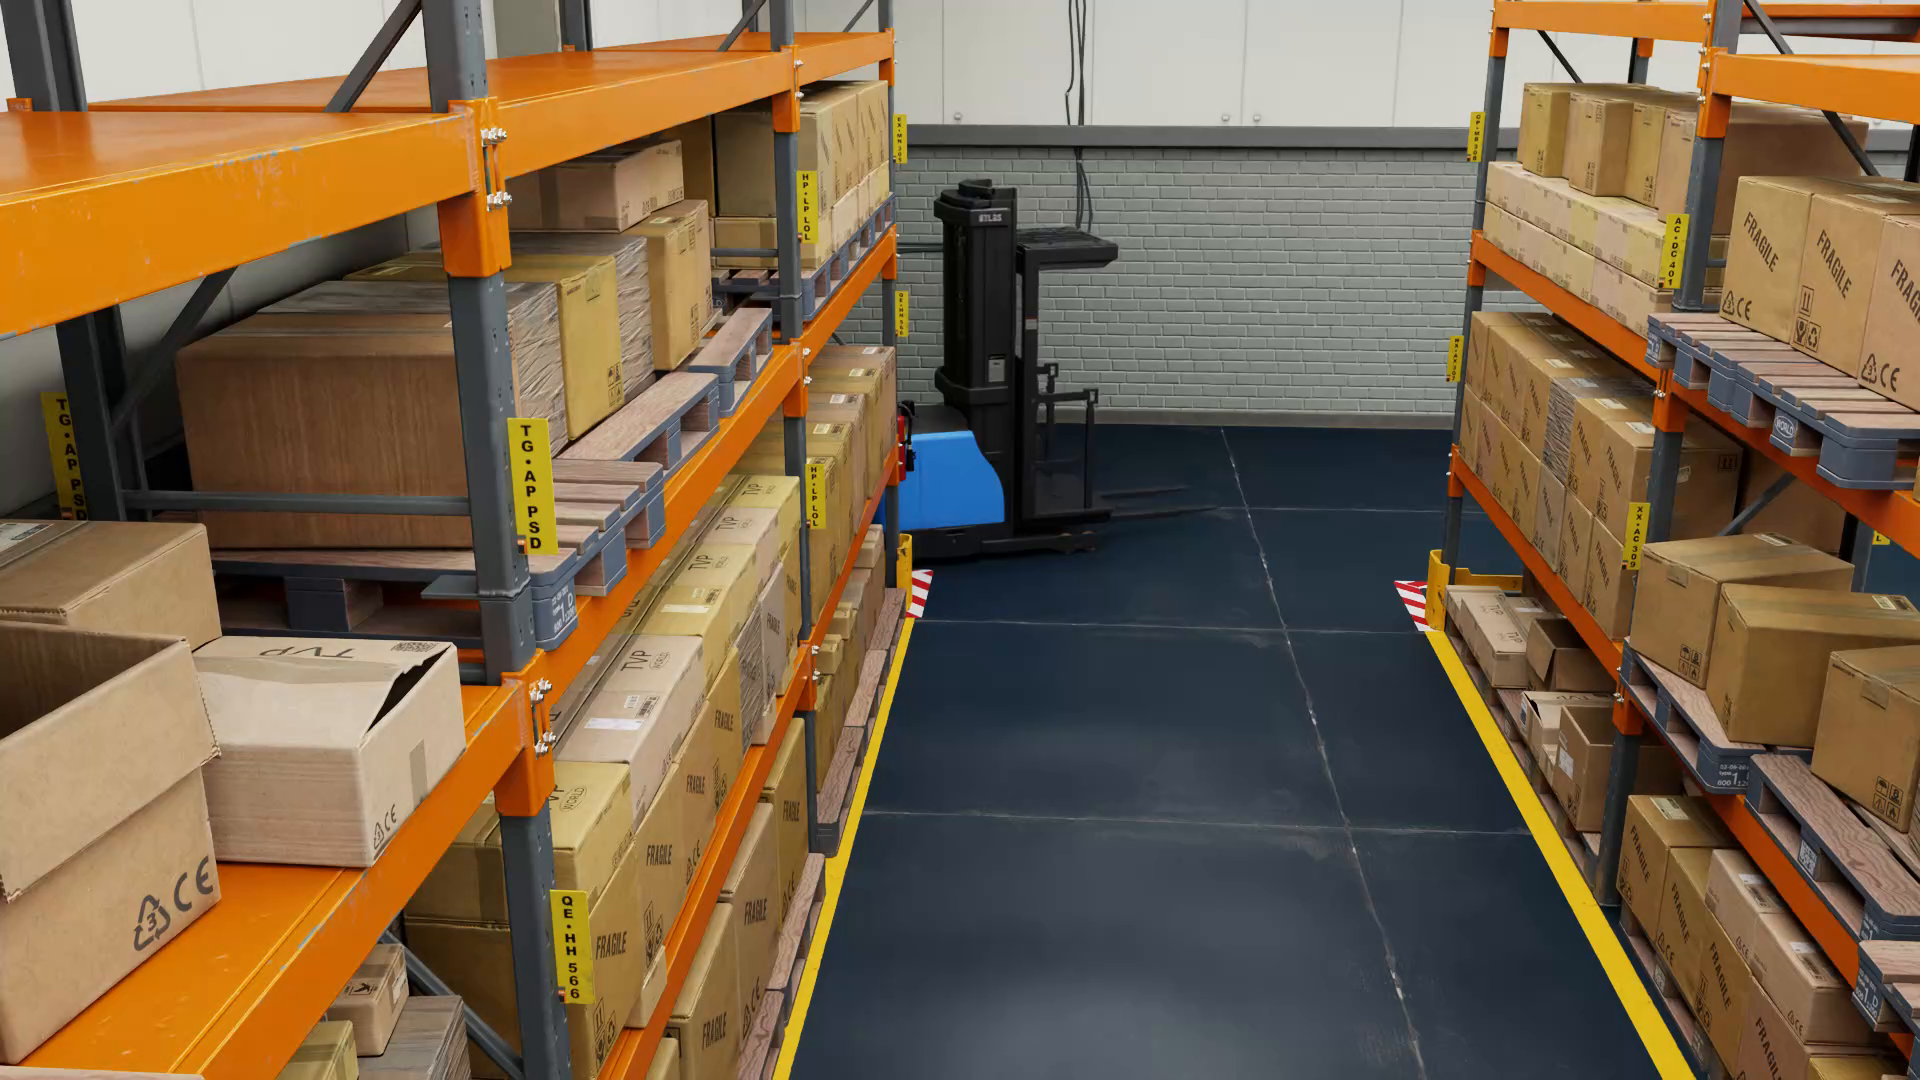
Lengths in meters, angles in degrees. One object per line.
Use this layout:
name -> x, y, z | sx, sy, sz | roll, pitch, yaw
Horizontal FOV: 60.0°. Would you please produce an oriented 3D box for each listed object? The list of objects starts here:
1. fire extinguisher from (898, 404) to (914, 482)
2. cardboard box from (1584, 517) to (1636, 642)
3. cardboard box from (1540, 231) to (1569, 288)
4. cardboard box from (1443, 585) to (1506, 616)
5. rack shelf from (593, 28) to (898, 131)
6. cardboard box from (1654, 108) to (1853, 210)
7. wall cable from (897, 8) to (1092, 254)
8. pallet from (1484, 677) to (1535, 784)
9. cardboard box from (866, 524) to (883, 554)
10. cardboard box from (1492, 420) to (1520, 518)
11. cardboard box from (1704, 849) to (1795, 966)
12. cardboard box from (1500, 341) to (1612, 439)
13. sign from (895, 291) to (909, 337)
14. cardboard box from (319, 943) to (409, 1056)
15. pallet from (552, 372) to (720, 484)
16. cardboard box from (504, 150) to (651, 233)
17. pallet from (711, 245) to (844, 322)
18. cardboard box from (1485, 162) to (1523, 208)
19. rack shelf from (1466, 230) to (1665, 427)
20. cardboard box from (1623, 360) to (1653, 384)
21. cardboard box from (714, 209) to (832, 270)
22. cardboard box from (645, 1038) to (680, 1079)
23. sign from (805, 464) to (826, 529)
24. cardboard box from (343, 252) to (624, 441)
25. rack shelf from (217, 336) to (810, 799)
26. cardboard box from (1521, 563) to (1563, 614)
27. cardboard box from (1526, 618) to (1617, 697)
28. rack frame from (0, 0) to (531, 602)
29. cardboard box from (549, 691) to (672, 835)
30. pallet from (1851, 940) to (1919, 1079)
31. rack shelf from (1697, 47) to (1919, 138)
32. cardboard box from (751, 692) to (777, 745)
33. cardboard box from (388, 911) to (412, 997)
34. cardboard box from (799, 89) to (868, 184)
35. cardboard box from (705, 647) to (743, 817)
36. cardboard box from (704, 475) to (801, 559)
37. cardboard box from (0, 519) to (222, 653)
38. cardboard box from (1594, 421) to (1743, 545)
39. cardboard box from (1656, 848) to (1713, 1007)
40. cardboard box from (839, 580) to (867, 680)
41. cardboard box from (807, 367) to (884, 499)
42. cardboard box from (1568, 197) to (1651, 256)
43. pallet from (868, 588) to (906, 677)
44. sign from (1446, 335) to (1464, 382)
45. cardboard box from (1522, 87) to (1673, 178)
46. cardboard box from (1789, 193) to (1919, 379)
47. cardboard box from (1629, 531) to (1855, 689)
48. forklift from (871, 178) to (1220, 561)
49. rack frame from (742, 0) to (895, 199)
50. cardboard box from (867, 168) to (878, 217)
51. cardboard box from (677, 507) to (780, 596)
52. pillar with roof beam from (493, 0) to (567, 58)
fire extinguisher -> -0.482, -0.770, 12.178 | 0.296, 0.674, 0.183 | 1, 18, 4
cardboard box -> 3.481, 0.196, 8.347 | 0.500, 0.500, 0.500 | 2, 18, 5
cardboard box -> 3.585, -1.572, 9.328 | 0.500, 0.250, 0.500 | 1, 18, 4
cardboard box -> 3.615, 0.430, 11.664 | 0.380, 0.149, 0.250 | 1, 18, 4
rack shelf -> -1.097, -2.645, 9.341 | 1.077, 0.370, 4.000 | 1, 18, 4
cardboard box -> 3.875, -1.847, 8.160 | 0.700, 0.500, 0.500 | 1, 18, 4
wall cable -> -0.192, -4.071, 16.882 | 3.097, 2.526, 0.112 | 1, 18, 4
pallet -> 3.836, 1.137, 10.115 | 1.003, 0.211, 1.213 | 1, 18, 4
cardboard box -> -0.731, -0.003, 11.415 | 0.380, 0.149, 0.250 | 1, 18, 3
cardboard box -> 3.622, -0.437, 10.279 | 0.500, 0.500, 0.500 | 1, 18, 4
cardboard box -> 3.351, 1.482, 6.685 | 0.500, 0.250, 0.500 | 1, 18, 4
cardboard box -> 3.622, -0.911, 10.118 | 0.500, 0.500, 0.500 | 2, 18, 5
sign -> -0.413, -1.593, 11.729 | 0.100, 0.325, 0.005 | 1, 18, 4
cardboard box -> -1.522, 1.081, 3.899 | 0.380, 0.149, 0.250 | -1, 18, -3
pallet -> -1.457, -0.347, 5.650 | 1.003, 0.211, 1.213 | 2, 18, 6
cardboard box -> -1.459, -1.301, 6.188 | 0.500, 0.250, 0.500 | 1, 18, 2
pallet -> -1.171, -1.342, 8.526 | 1.003, 0.211, 1.213 | 1, 18, 4
cardboard box -> 3.691, -2.276, 10.671 | 0.500, 0.250, 0.500 | 1, 18, 4
rack shelf -> 3.844, -1.300, 9.412 | 1.077, 0.370, 4.000 | 1, 18, 4
cardboard box -> 4.125, -0.738, 9.593 | 0.500, 0.500, 0.500 | 2, 18, 6
cardboard box -> -0.928, -1.515, 8.317 | 0.500, 0.250, 0.500 | 1, 18, 4
cardboard box -> -1.344, 2.134, 5.371 | 0.750, 0.750, 0.750 | 1, 18, 3
sign -> -0.698, -0.208, 8.009 | 0.100, 0.325, 0.005 | 1, 18, 4
cardboard box -> -1.511, -0.634, 5.355 | 0.700, 0.500, 0.500 | 2, 18, 7
rack shelf -> -1.384, -0.167, 5.954 | 1.077, 0.370, 4.000 | 1, 18, 4
cardboard box -> 4.194, 0.315, 11.451 | 0.500, 0.500, 0.500 | 1, 18, 4
cardboard box -> 3.830, 0.798, 9.972 | 0.797, 0.503, 0.637 | 1, 18, 4
rack frame -> -1.527, -1.313, 3.479 | 1.000, 3.000, 0.127 | 1, 18, 4
cardboard box -> -1.200, 0.681, 5.154 | 0.500, 0.250, 0.500 | 1, 18, 3
pallet -> 3.393, 1.526, 4.757 | 1.213, 0.211, 1.003 | 1, 18, 4
rack shelf -> 3.557, -1.293, 5.215 | 1.077, 0.370, 4.000 | 1, 18, 4
cardboard box -> -1.001, 0.758, 7.163 | 0.380, 0.149, 0.250 | 1, 18, 4
cardboard box -> -1.756, 1.187, 4.814 | 0.500, 0.500, 0.500 | 1, 18, 4
cardboard box -> -0.810, -2.354, 9.674 | 0.500, 0.500, 0.500 | 0, 18, 1
cardboard box -> -1.124, 0.716, 6.252 | 0.500, 0.500, 0.500 | 2, 18, 5
cardboard box -> -1.019, -0.109, 7.563 | 0.500, 0.250, 0.500 | 2, 18, 5
cardboard box -> -1.808, 0.274, 3.261 | 0.500, 0.500, 0.500 | 1, 18, 4
cardboard box -> 3.479, -0.281, 8.197 | 0.500, 0.500, 0.500 | 1, 18, 4
cardboard box -> 3.396, 1.694, 7.243 | 0.500, 0.500, 0.500 | 2, 18, 5
cardboard box -> -0.975, 0.572, 10.699 | 0.700, 0.500, 0.500 | 1, 18, 2
cardboard box -> -1.021, -0.705, 10.775 | 0.980, 0.700, 0.700 | 1, 18, 3
cardboard box -> 3.542, -1.655, 8.776 | 0.500, 0.250, 0.500 | 1, 18, 4
pallet -> -0.933, 0.628, 11.667 | 1.003, 0.211, 1.213 | 1, 18, 4
sign -> 3.446, -1.261, 11.564 | 0.100, 0.325, 0.005 | 1, 18, 4
cardboard box -> 3.847, -2.472, 10.068 | 0.700, 0.500, 0.500 | 1, 18, 4
cardboard box -> 3.566, -0.953, 6.200 | 0.600, 0.600, 0.600 | 1, 18, 3
cardboard box -> 3.444, 0.300, 7.356 | 0.700, 0.500, 0.500 | -5, 19, -15
forklift -> 0.654, -1.434, 13.593 | 3.031, 2.935, 1.130 | -5, 19, -15
rack frame -> -0.954, -3.798, 11.062 | 1.000, 3.000, 0.127 | 1, 18, 4
cardboard box -> -0.777, -2.153, 10.266 | 0.500, 0.250, 0.500 | 1, 18, 2
cardboard box -> -1.065, 0.050, 7.079 | 0.500, 0.250, 0.500 | 2, 18, 5
pillar with roof beam -> 2.241, -2.696, 7.700 | 9.100, 9.000, 0.400 | 1, 18, 4
